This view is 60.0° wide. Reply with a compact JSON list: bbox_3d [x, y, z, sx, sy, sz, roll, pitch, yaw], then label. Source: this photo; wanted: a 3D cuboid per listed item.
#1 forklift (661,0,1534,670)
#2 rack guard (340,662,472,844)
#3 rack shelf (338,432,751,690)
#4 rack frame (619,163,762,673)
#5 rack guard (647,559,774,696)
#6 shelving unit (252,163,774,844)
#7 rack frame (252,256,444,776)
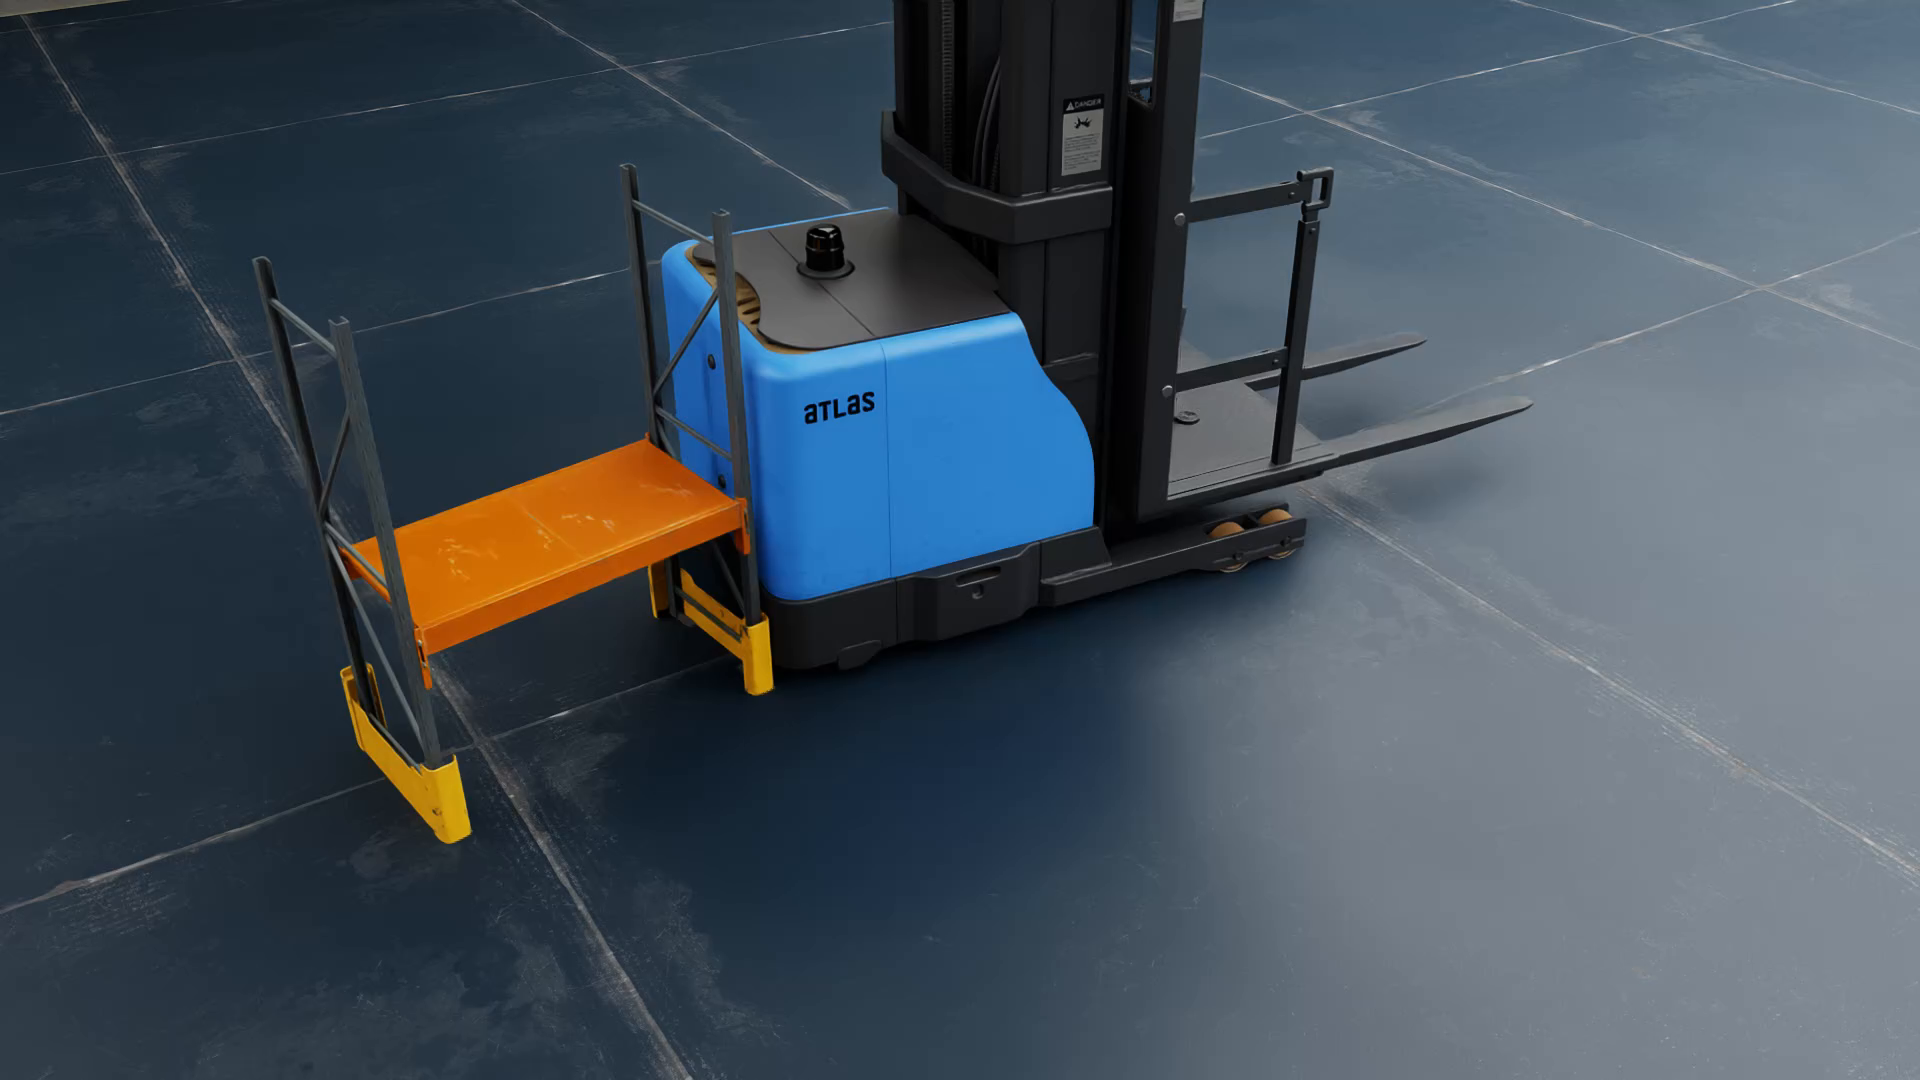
[{"bbox_3d":[0.608,-1.370,5.174,3.031,2.935,1.130,-14,35,-21],"label":"forklift"},{"bbox_3d":[-1.535,0.581,4.595,0.087,0.250,0.587,-25,40,-33],"label":"rack guard"},{"bbox_3d":[-1.150,0.028,4.637,1.000,0.185,0.538,-25,40,-33],"label":"rack shelf"},{"bbox_3d":[-0.764,-0.301,4.821,0.032,1.500,0.500,-25,40,-33],"label":"rack frame"},{"bbox_3d":[-0.779,0.235,5.143,0.087,0.250,0.587,-25,40,-33],"label":"rack guard"},{"bbox_3d":[-1.157,-0.121,4.536,1.083,1.500,0.587,-25,40,-33],"label":"shelving unit"},{"bbox_3d":[-1.536,0.052,4.261,0.032,1.500,0.500,-25,40,-33],"label":"rack frame"}]
